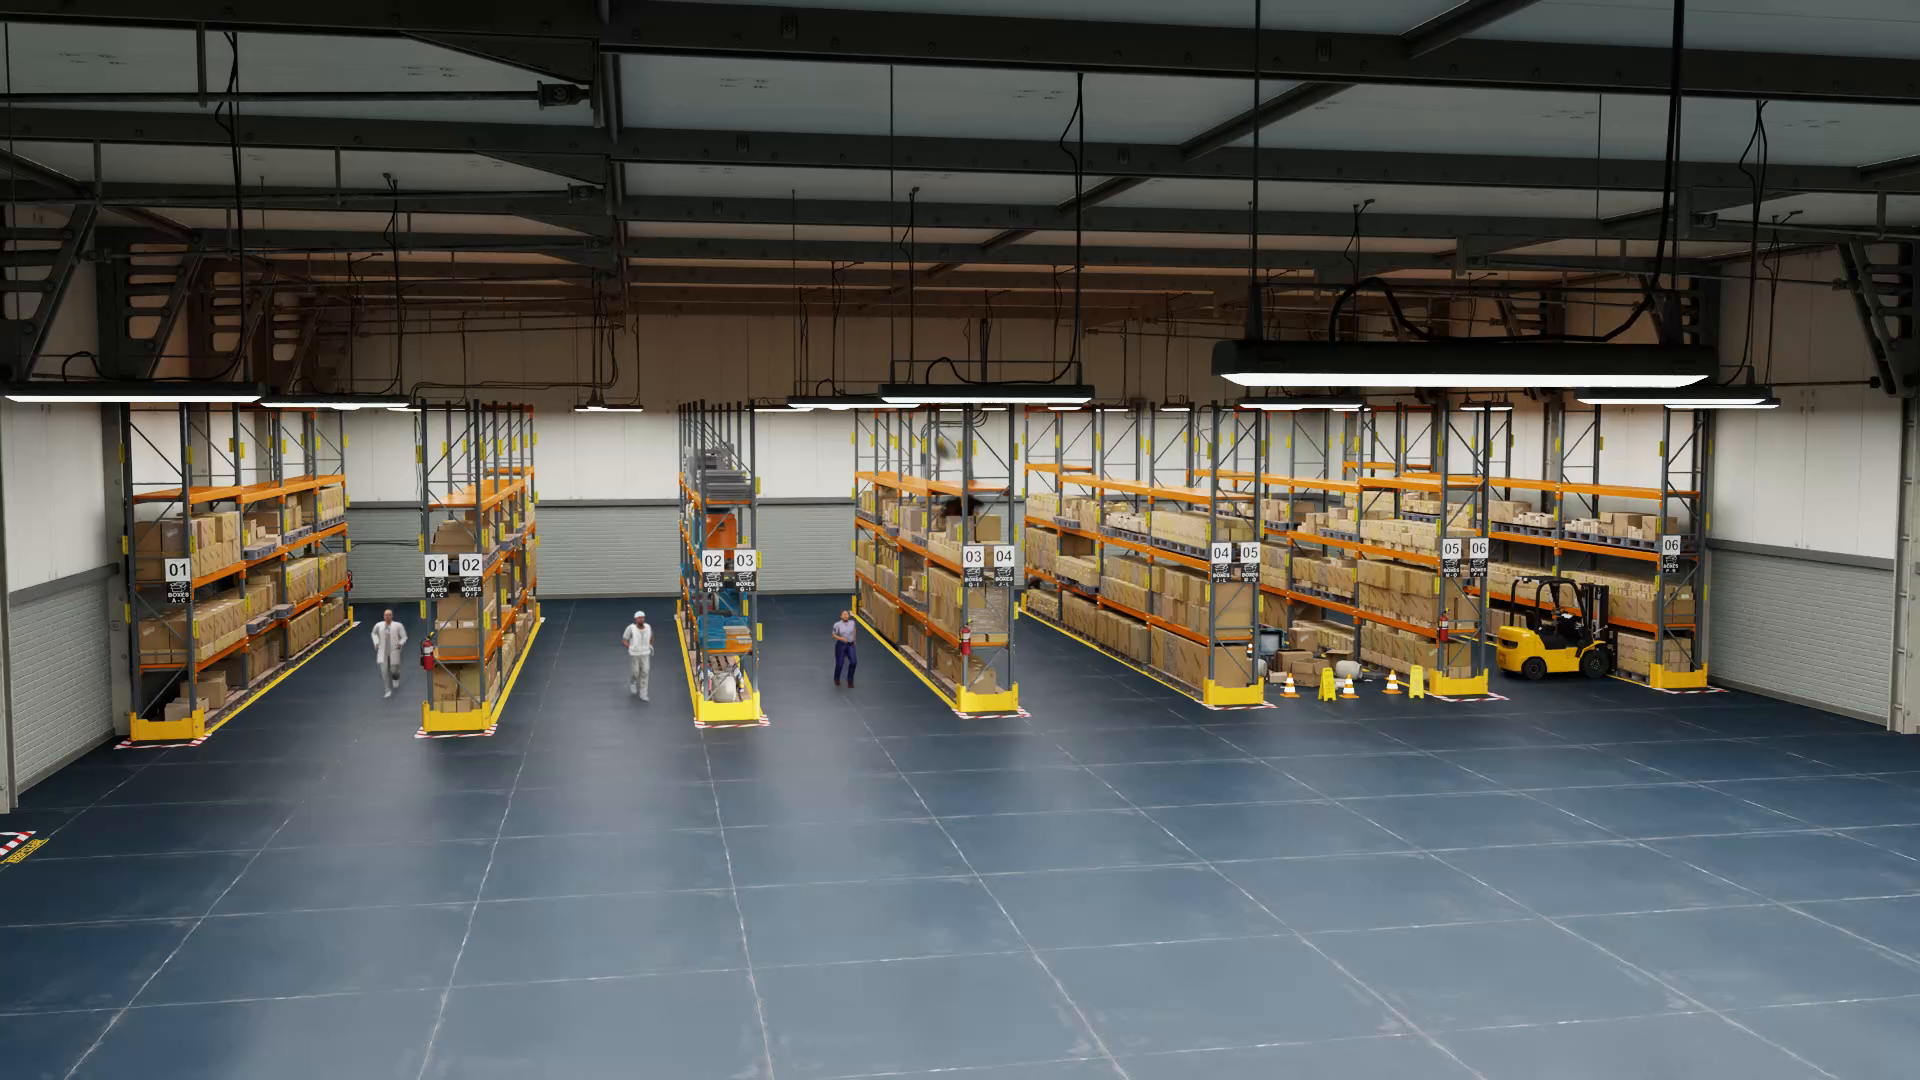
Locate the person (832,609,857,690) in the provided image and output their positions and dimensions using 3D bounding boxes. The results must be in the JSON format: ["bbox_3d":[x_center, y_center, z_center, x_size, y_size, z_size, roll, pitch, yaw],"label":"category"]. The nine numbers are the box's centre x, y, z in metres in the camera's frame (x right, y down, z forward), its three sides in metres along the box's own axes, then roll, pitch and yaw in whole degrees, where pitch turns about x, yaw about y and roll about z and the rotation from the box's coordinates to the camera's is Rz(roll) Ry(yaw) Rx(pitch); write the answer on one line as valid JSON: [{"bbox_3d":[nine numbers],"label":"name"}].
[{"bbox_3d":[-2.415,2.299,34.854,0.556,1.685,0.760,-1,5,-18],"label":"person"}]

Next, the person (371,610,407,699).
[{"bbox_3d":[-11.646,2.302,33.912,0.711,1.765,0.880,-1,4,-10],"label":"person"}]

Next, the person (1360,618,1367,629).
[{"bbox_3d":[10.683,1.604,44.289,0.539,1.600,0.717,-1,5,-17],"label":"person"}]

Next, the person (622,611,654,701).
[{"bbox_3d":[-6.469,2.316,33.483,0.668,1.775,0.880,-2,5,-26],"label":"person"}]

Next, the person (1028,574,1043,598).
[{"bbox_3d":[2.301,1.127,49.929,0.769,1.743,0.837,0,4,1],"label":"person"}]
